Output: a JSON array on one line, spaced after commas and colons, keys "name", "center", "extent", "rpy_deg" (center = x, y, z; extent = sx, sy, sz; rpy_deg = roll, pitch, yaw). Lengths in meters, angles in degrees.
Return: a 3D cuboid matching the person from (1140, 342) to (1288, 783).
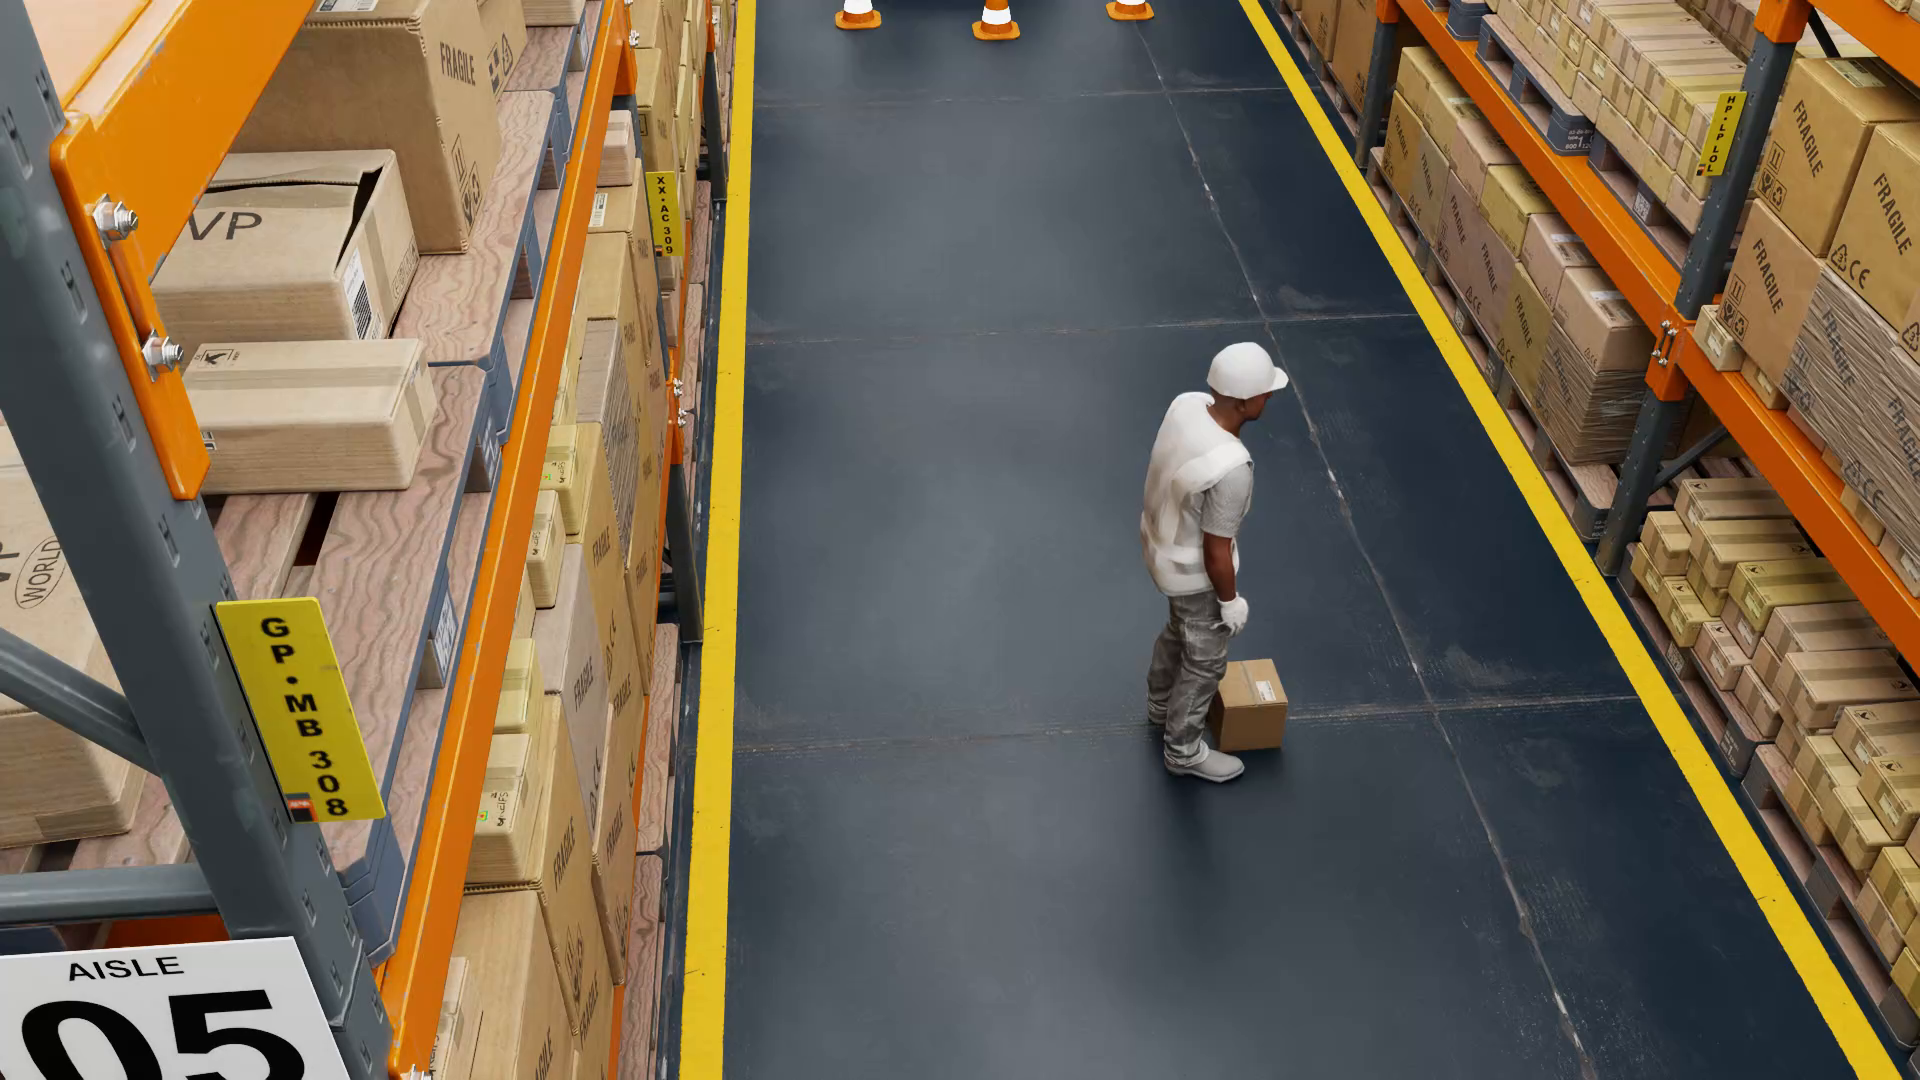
[{"name": "person", "center": [0.889, 0.070, 6.057], "extent": [0.447, 1.775, 0.628], "rpy_deg": [-5, 39, -7]}]
